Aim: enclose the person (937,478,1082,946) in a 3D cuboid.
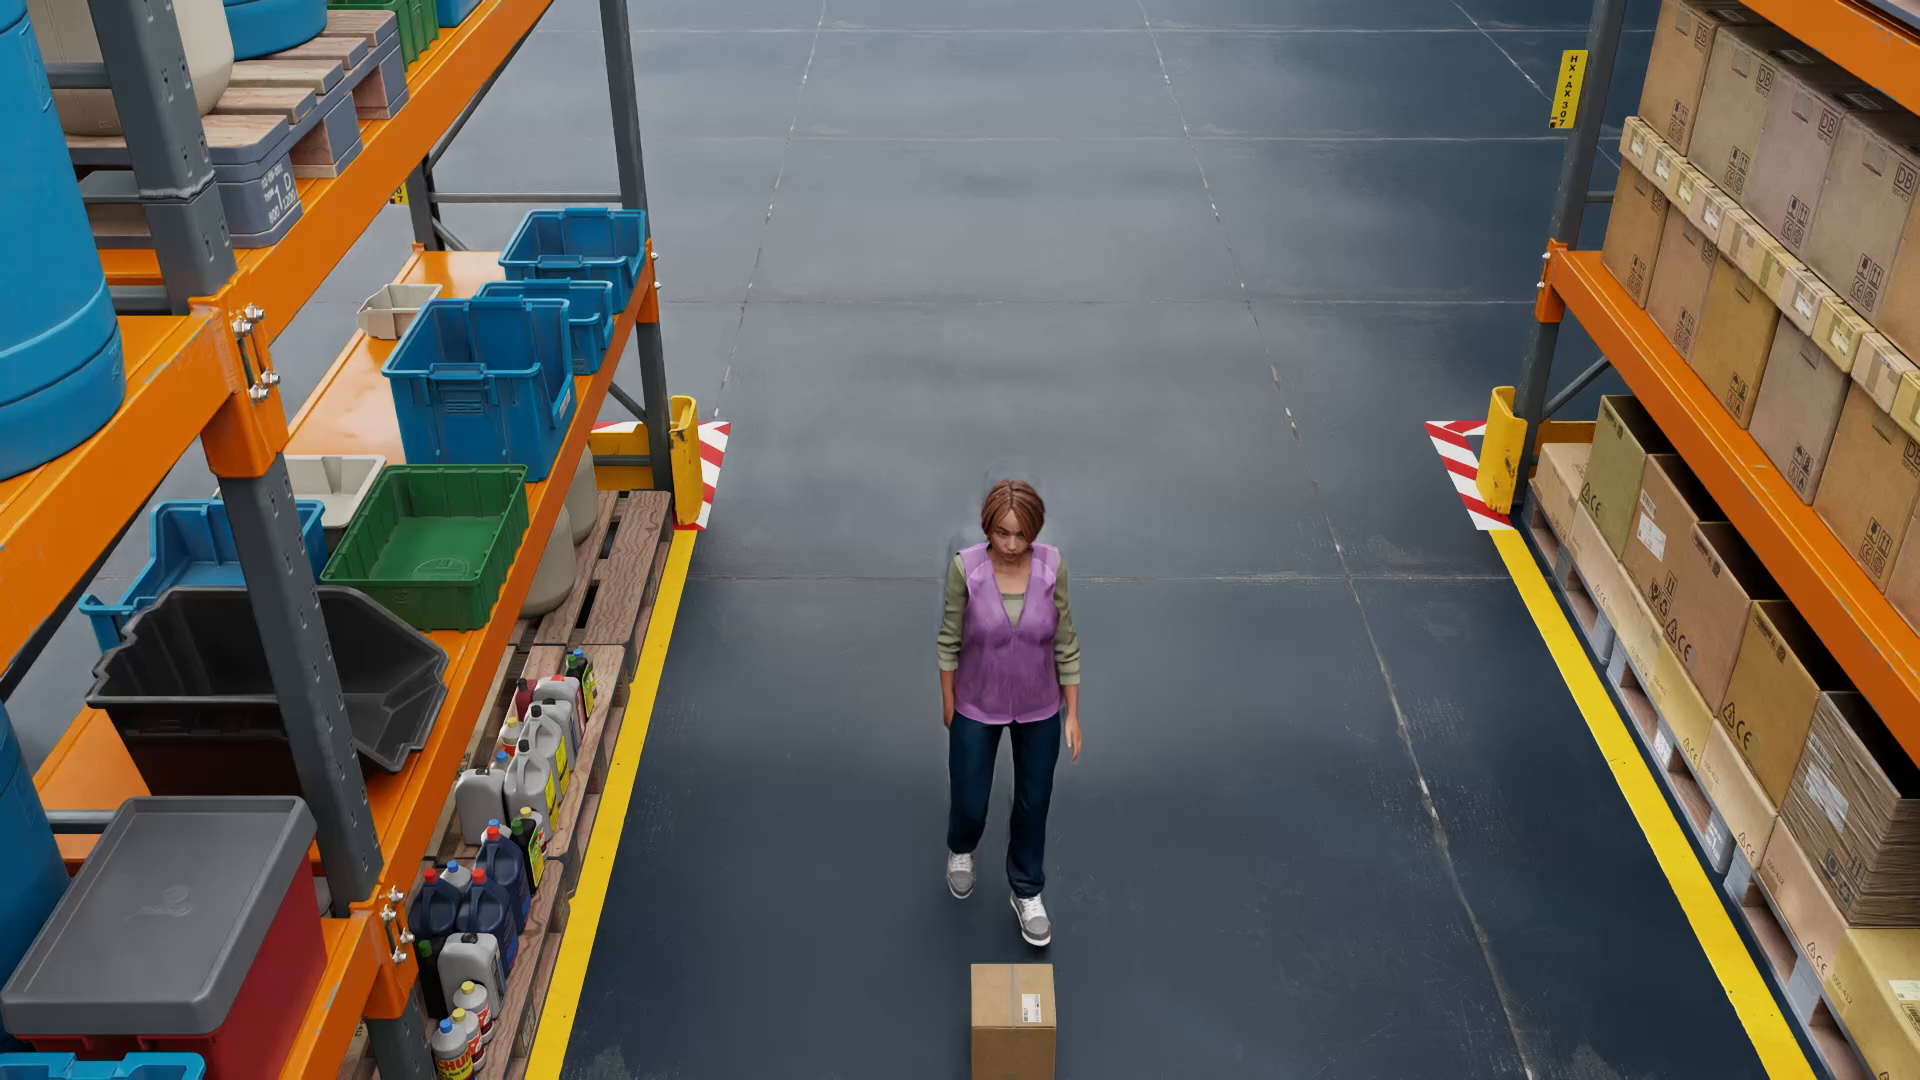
[{"bbox_3d":[0.160,0.557,5.229,0.437,1.579,0.486,-5,32,-7],"label":"person"}]
